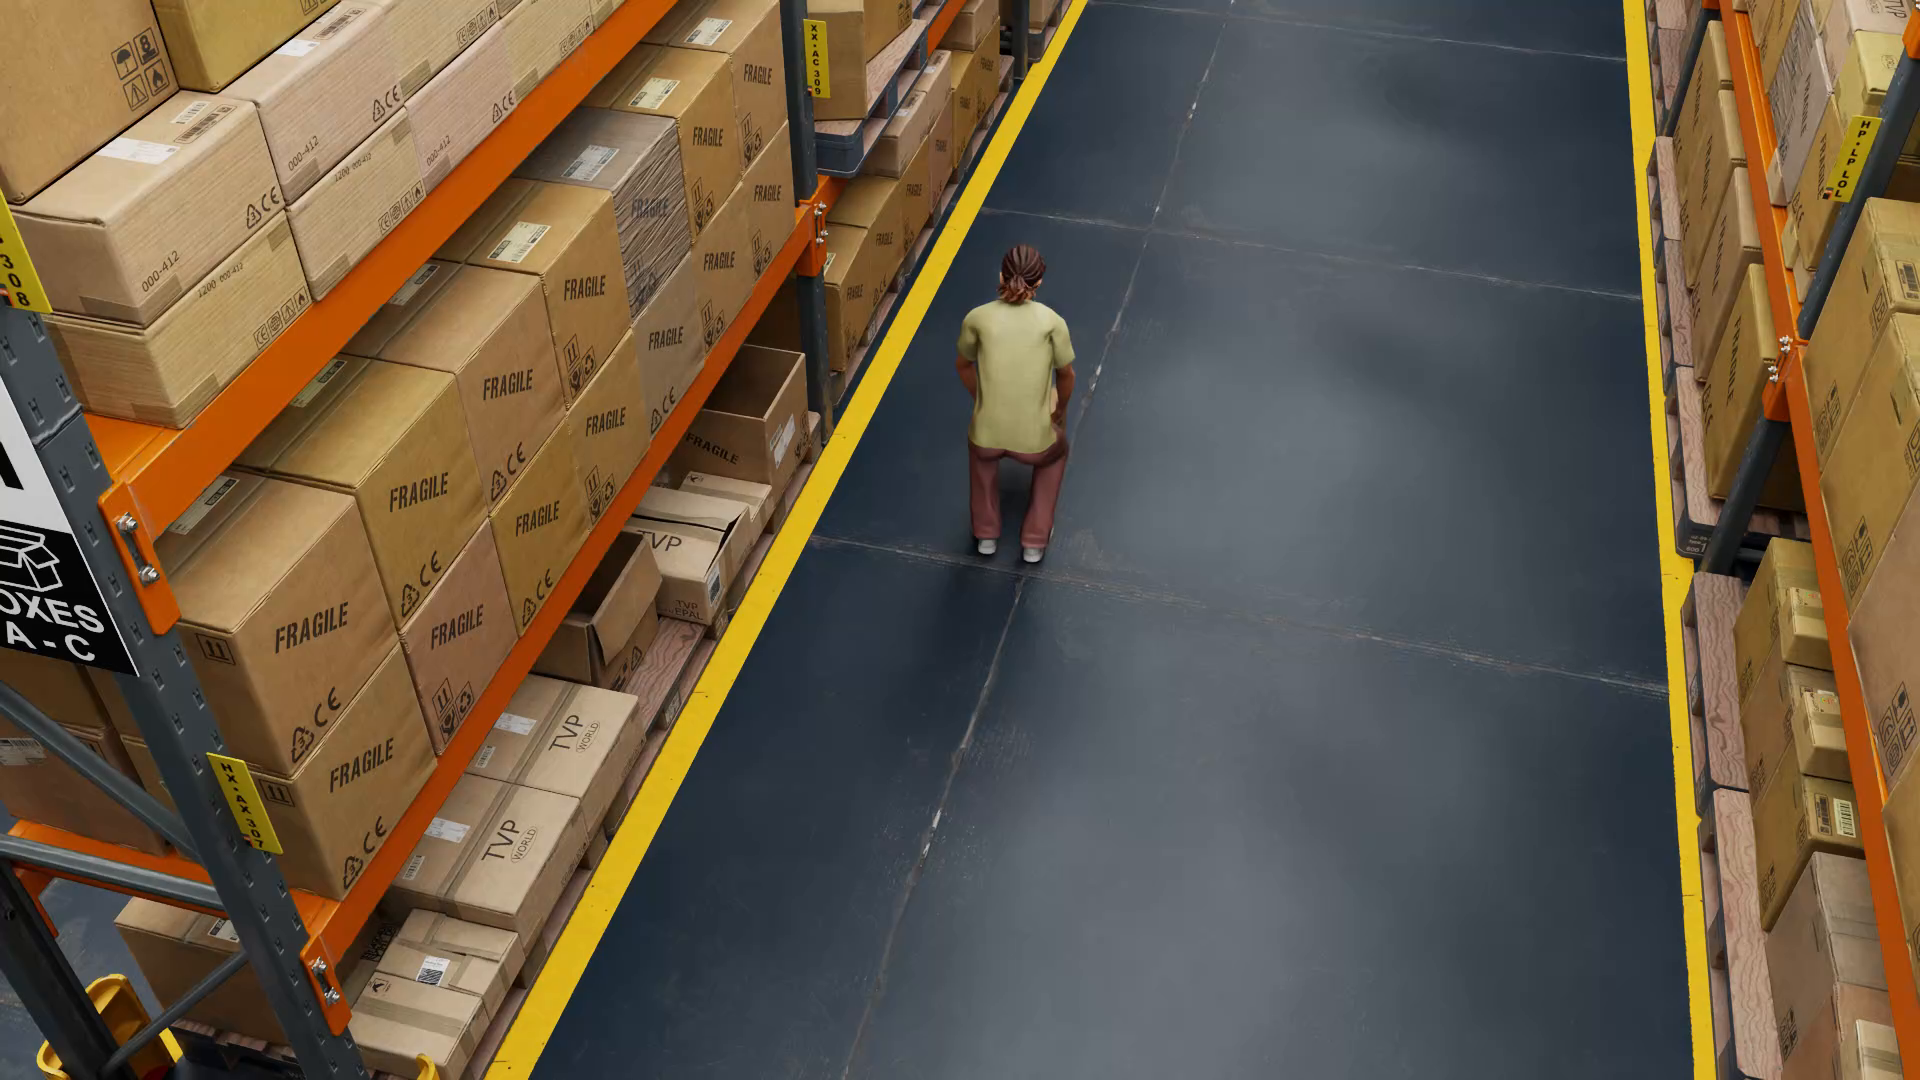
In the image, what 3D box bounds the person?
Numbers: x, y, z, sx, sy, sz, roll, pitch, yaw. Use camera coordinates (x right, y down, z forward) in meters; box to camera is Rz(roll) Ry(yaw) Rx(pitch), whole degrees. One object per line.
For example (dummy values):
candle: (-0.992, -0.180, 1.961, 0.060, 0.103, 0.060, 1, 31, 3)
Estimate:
person: (0.216, -0.547, 7.047, 0.511, 1.335, 0.666, 8, 42, 9)
